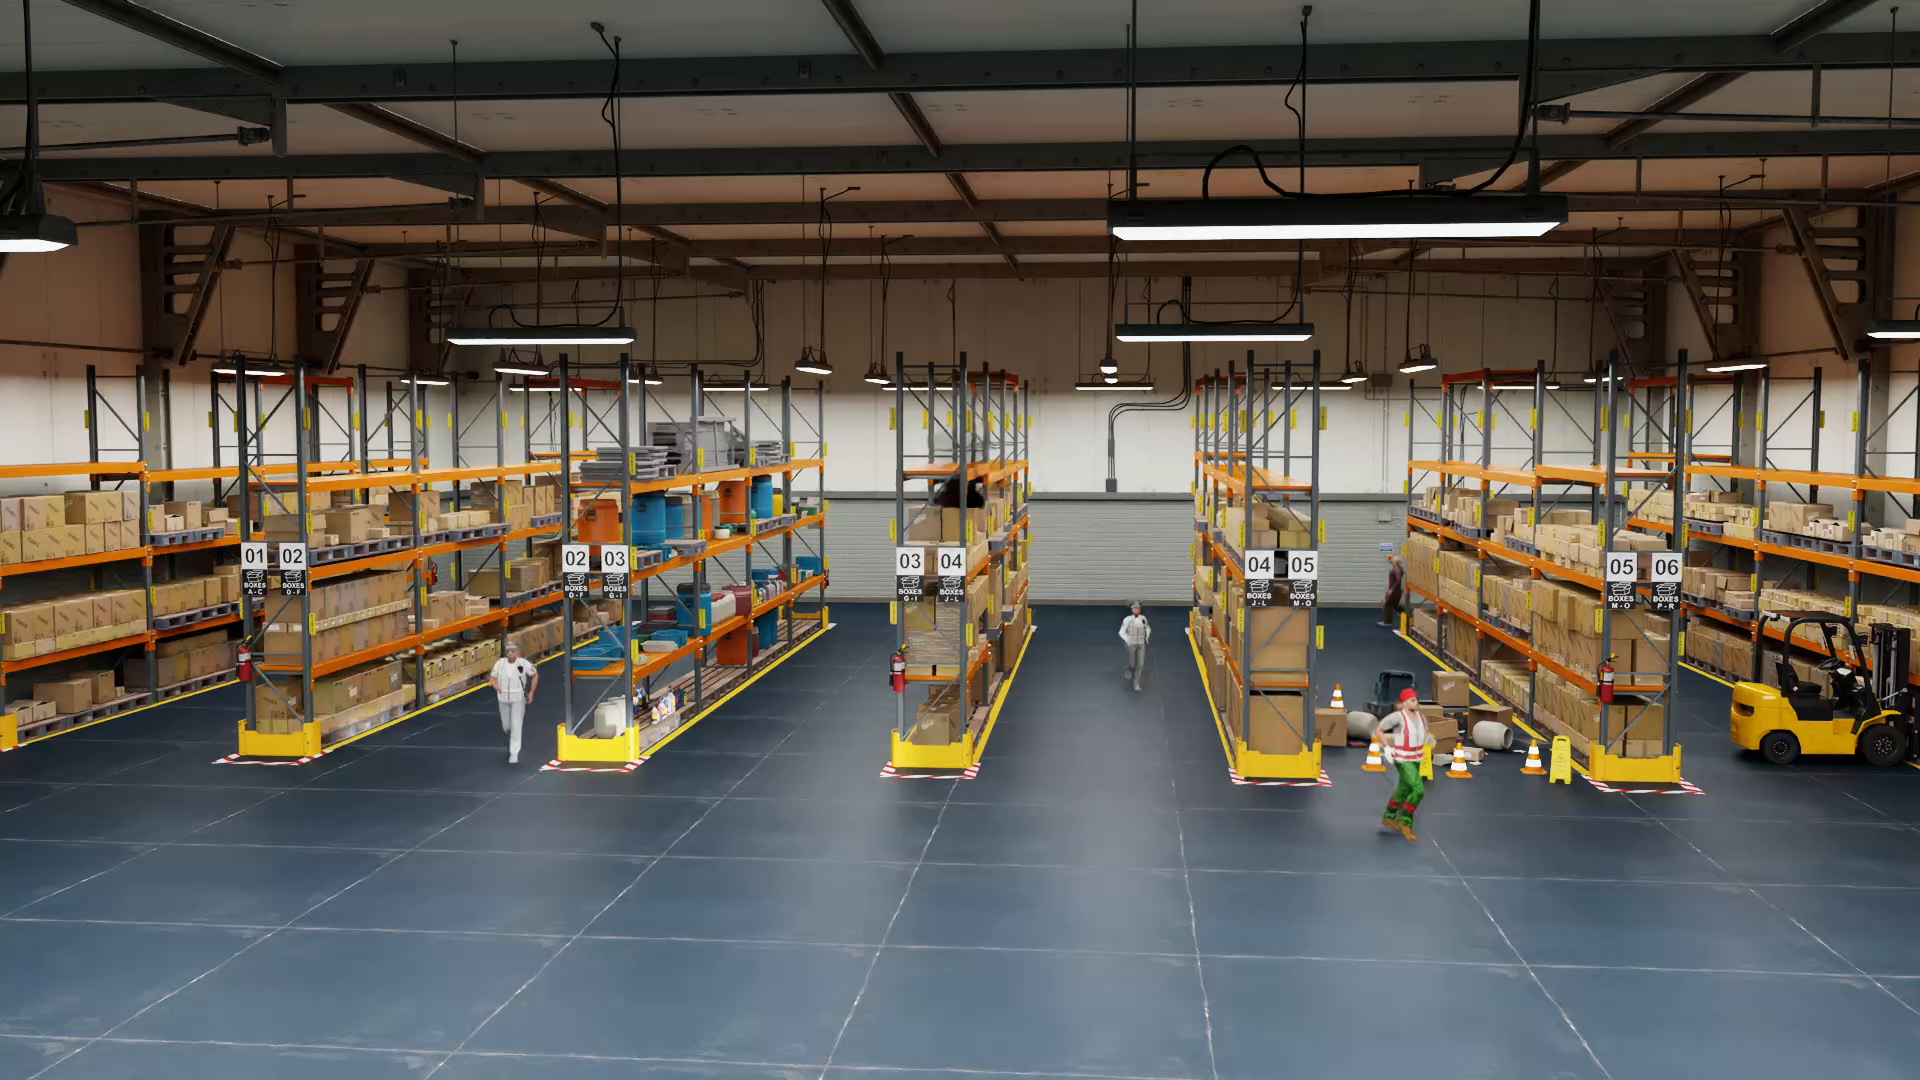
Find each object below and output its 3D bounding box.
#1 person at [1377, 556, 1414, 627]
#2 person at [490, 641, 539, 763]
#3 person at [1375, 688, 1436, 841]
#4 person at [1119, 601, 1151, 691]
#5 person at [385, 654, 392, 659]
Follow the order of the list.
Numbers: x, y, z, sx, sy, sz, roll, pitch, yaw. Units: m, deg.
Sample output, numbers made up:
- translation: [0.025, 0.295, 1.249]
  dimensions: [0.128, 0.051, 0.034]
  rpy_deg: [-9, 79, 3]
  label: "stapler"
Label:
- translation: [10.587, 1.288, 40.392]
  dimensions: [0.898, 1.682, 0.768]
  rpy_deg: [1, 4, 20]
  label: "person"
- translation: [-6.658, 2.379, 24.790]
  dimensions: [0.701, 1.789, 0.851]
  rpy_deg: [0, 4, 0]
  label: "person"
- translation: [5.402, 2.689, 20.045]
  dimensions: [0.632, 1.825, 0.734]
  rpy_deg: [-3, 5, -36]
  label: "person"
- translation: [3.299, 1.964, 31.195]
  dimensions: [0.617, 1.671, 0.696]
  rpy_deg: [-1, 4, -9]
  label: "person"
- translation: [-11.425, 1.858, 32.732]
  dimensions: [0.535, 1.714, 0.982]
  rpy_deg: [1, 4, 8]
  label: "person"
